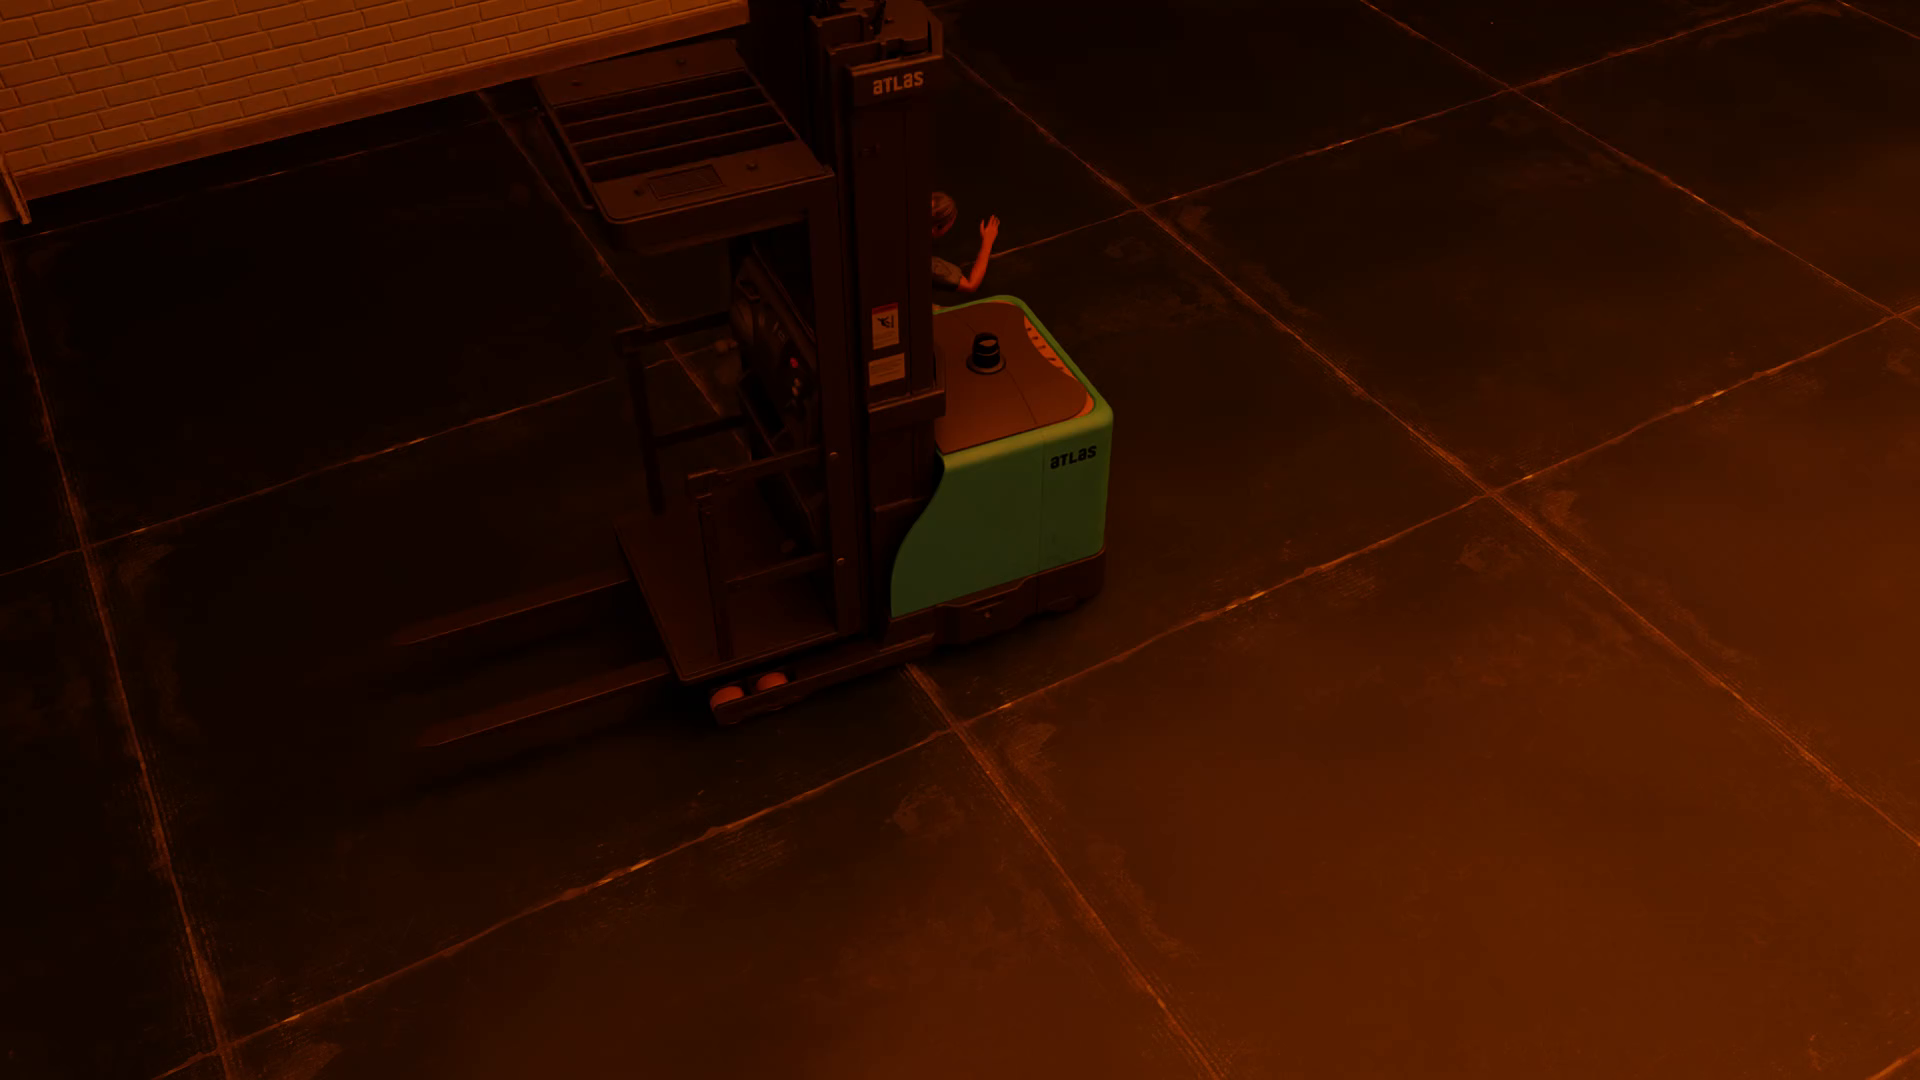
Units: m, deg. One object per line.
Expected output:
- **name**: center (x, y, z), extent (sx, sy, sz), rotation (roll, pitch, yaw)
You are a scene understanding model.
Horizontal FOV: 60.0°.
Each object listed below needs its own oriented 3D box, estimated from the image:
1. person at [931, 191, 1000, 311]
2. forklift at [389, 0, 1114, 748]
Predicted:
- **person**: center (-0.151, -1.177, 8.162), extent (0.681, 1.346, 1.410), rotation (-2, 43, -2)
- **forklift**: center (-0.911, -0.707, 6.460), extent (3.031, 2.935, 1.130), rotation (-17, 45, -17)
